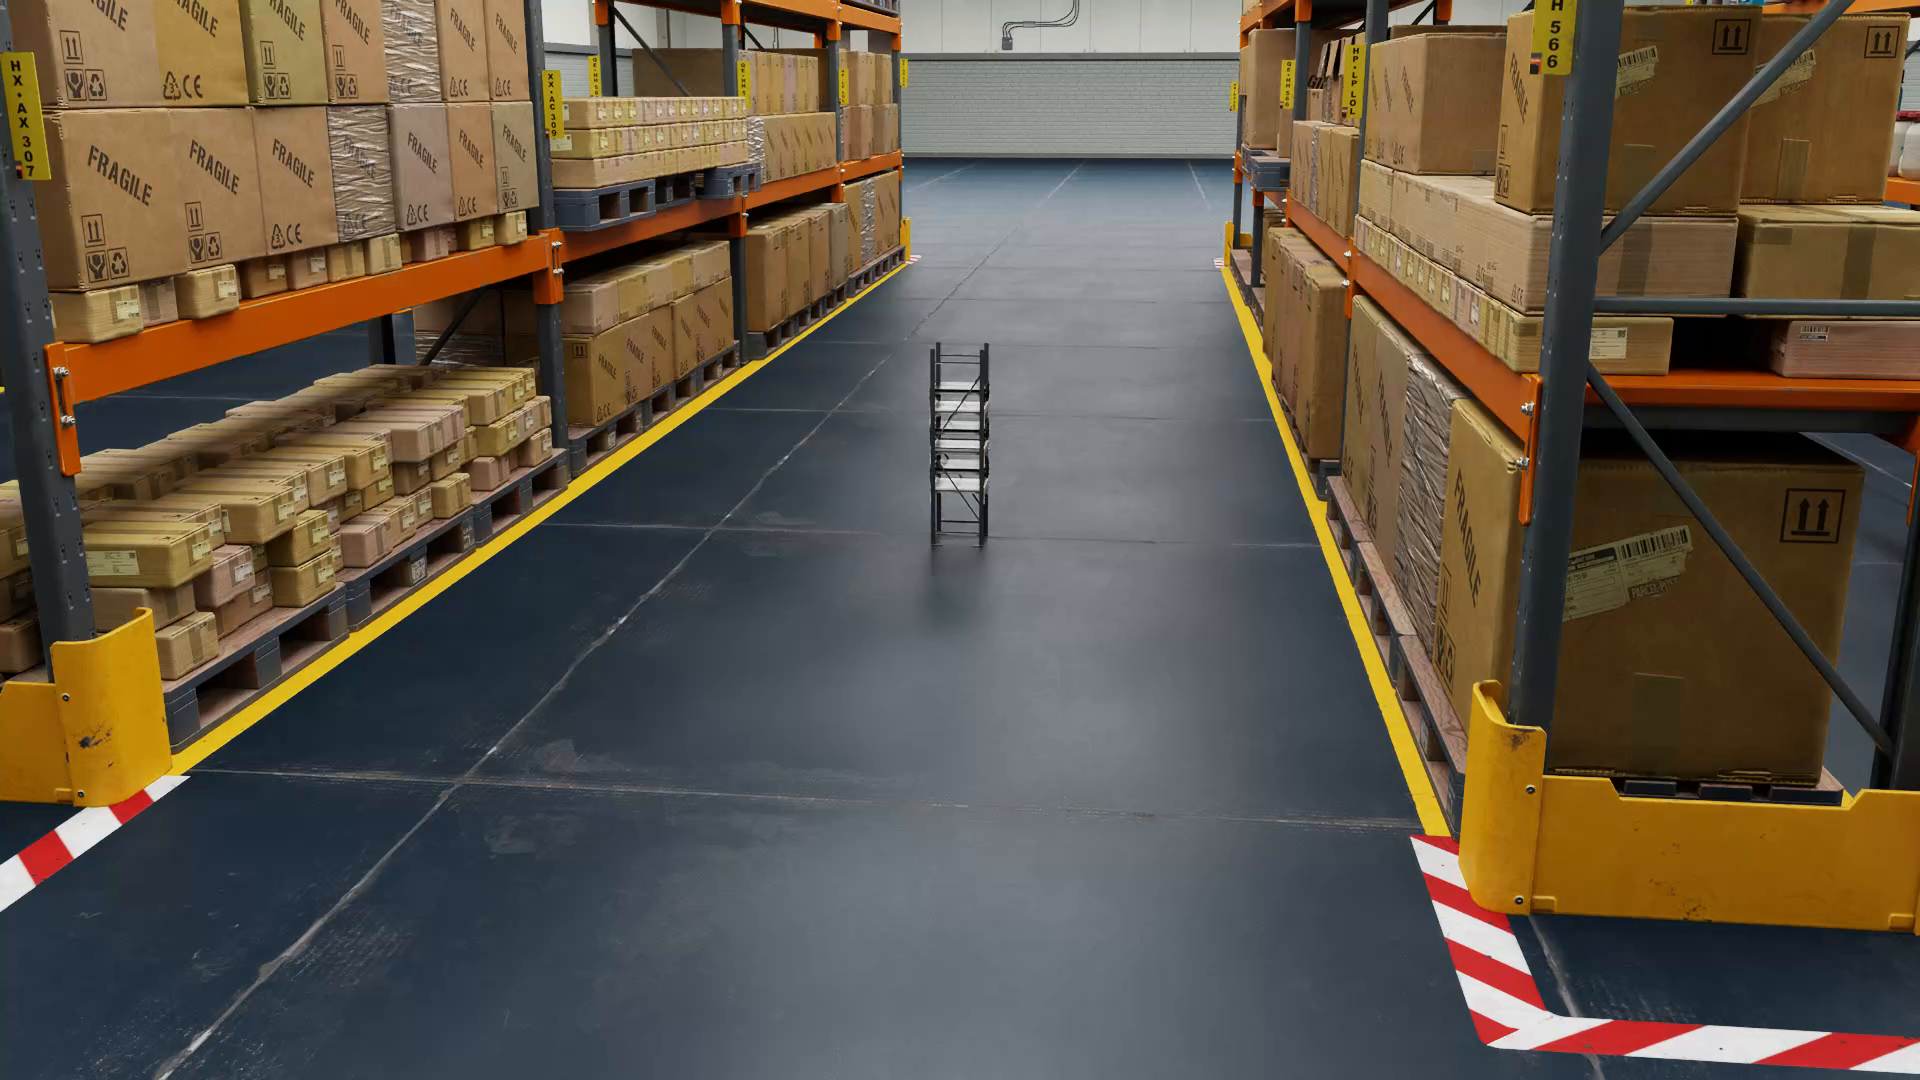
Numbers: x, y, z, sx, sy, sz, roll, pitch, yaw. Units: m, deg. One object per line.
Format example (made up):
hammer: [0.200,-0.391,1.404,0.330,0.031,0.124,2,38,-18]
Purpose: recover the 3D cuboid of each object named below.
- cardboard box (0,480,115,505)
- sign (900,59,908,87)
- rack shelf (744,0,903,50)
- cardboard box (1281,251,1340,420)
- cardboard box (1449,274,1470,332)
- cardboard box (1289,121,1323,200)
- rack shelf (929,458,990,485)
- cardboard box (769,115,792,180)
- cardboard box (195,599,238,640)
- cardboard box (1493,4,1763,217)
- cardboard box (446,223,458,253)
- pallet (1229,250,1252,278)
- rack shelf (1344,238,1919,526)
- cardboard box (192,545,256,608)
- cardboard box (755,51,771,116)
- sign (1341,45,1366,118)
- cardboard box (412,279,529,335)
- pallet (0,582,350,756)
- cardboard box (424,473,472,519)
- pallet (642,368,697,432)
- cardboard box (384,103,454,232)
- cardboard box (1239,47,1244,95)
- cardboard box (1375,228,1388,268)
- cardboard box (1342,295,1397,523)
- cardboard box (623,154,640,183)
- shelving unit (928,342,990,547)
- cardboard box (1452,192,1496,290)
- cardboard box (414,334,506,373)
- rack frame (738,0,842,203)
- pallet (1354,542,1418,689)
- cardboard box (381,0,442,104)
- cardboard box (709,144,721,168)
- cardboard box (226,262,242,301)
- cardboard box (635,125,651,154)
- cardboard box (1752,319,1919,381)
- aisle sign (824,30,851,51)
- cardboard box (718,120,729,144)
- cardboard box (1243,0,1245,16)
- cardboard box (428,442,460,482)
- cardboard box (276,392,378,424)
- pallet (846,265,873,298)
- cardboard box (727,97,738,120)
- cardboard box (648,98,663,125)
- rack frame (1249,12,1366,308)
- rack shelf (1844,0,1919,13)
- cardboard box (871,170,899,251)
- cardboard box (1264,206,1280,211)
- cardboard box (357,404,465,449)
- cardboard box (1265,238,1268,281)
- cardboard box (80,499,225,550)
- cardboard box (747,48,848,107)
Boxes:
cardboard box: [-3.212,-0.108,5.832,0.380,0.149,0.250,1,15,5]
sign: [-0.666,-5.518,19.652,0.100,0.325,0.005,2,15,6]
rack shelf: [-1.429,-5.447,17.690,1.077,0.370,4.000,2,15,6]
cardboard box: [2.512,-1.156,9.455,1.225,0.875,0.875,1,15,4]
cardboard box: [1.708,-0.721,5.063,0.380,0.149,0.250,2,15,7]
cardboard box: [2.486,-2.548,11.146,0.500,0.500,0.500,2,15,8]
rack shelf: [-0.001,-0.313,7.569,0.258,0.077,0.200,2,15,6]
cardboard box: [-1.675,-3.209,13.593,0.500,0.500,0.500,2,15,6]
cardboard box: [-2.683,0.262,5.605,0.380,0.149,0.250,2,15,6]
cardboard box: [1.702,-1.110,4.301,0.500,0.500,0.500,2,15,7]
cardboard box: [-2.464,-1.348,7.381,0.380,0.149,0.250,1,15,5]
pallet: [3.578,-3.117,18.785,1.003,0.211,1.213,2,15,6]
rack shelf: [2.134,-0.714,5.935,1.077,0.370,4.000,2,15,6]
cardboard box: [-2.607,0.117,5.569,0.380,0.149,0.250,2,15,6]
cardboard box: [-1.934,-3.701,13.497,0.700,0.500,0.500,1,15,5]
sign: [1.819,-2.114,7.668,0.100,0.325,0.005,2,15,6]
cardboard box: [-2.724,-1.311,9.312,0.500,0.250,0.500,1,15,5]
pallet: [-2.873,0.402,5.772,1.003,0.211,1.213,2,15,6]
cardboard box: [-2.380,-0.199,7.308,0.380,0.149,0.250,2,15,6]
pallet: [-2.336,-0.926,10.681,1.003,0.211,1.213,2,15,6]
cardboard box: [-2.448,-1.547,6.875,0.500,0.500,0.500,2,15,6]
cardboard box: [3.317,-5.103,18.110,0.500,0.500,0.500,2,15,6]
cardboard box: [1.909,-1.187,6.787,0.380,0.149,0.250,1,15,5]
cardboard box: [2.206,-0.588,7.357,0.875,0.875,0.875,2,15,6]
cardboard box: [-1.998,-2.059,9.208,0.380,0.149,0.250,2,15,7]
shelving unit: [-0.001,-0.432,7.537,0.258,0.900,0.210,2,15,6]
cardboard box: [1.757,-0.879,4.884,0.500,0.250,0.500,1,15,5]
cardboard box: [-2.724,-0.948,9.405,0.500,0.500,0.500,1,15,5]
rack frame: [-1.655,-3.827,16.070,1.000,3.000,0.127,2,15,6]
pallet: [2.061,0.278,6.229,1.003,0.211,1.213,2,15,6]
cardboard box: [-2.466,-2.031,6.748,0.500,0.500,0.500,2,15,8]
cardboard box: [-1.795,-2.534,10.964,0.380,0.149,0.250,1,15,6]
cardboard box: [-2.682,-0.875,5.632,0.380,0.149,0.250,2,15,9]
cardboard box: [-1.971,-2.268,9.409,0.380,0.149,0.250,1,15,4]
cardboard box: [2.276,-0.504,4.260,0.380,0.149,0.250,2,15,7]
aisle sign: [-1.493,-6.147,19.668,0.394,0.787,0.004,2,15,6]
cardboard box: [-1.765,-2.736,11.140,0.380,0.149,0.250,2,15,8]
cardboard box: [3.402,-5.951,18.463,0.500,0.250,0.500,2,15,8]
cardboard box: [-2.443,-0.362,7.342,0.380,0.149,0.250,2,15,8]
cardboard box: [-2.878,-0.578,7.570,0.380,0.149,0.250,1,15,5]
pallet: [-1.491,-2.676,17.155,1.003,0.211,1.213,2,15,6]
cardboard box: [-1.736,-2.953,11.373,0.380,0.149,0.250,2,15,6]
cardboard box: [-1.940,-2.480,9.623,0.380,0.149,0.250,2,15,6]
rack frame: [3.262,-3.655,15.433,1.000,3.000,0.127,2,15,6]
rack shelf: [7.958,-4.091,12.677,1.077,0.370,4.000,2,15,6]
cardboard box: [-1.214,-3.864,19.471,0.875,0.875,0.875,2,15,7]
cardboard box: [3.627,-3.527,18.944,0.500,0.500,0.500,5,16,17]
cardboard box: [-2.395,-0.496,7.267,0.380,0.149,0.250,1,15,4]
cardboard box: [3.172,-2.502,15.115,0.700,0.500,0.500,1,15,2]
cardboard box: [-2.700,-0.030,5.543,0.380,0.149,0.250,2,15,7]
cardboard box: [-1.579,-4.516,16.259,0.875,0.550,0.550,2,15,6]
